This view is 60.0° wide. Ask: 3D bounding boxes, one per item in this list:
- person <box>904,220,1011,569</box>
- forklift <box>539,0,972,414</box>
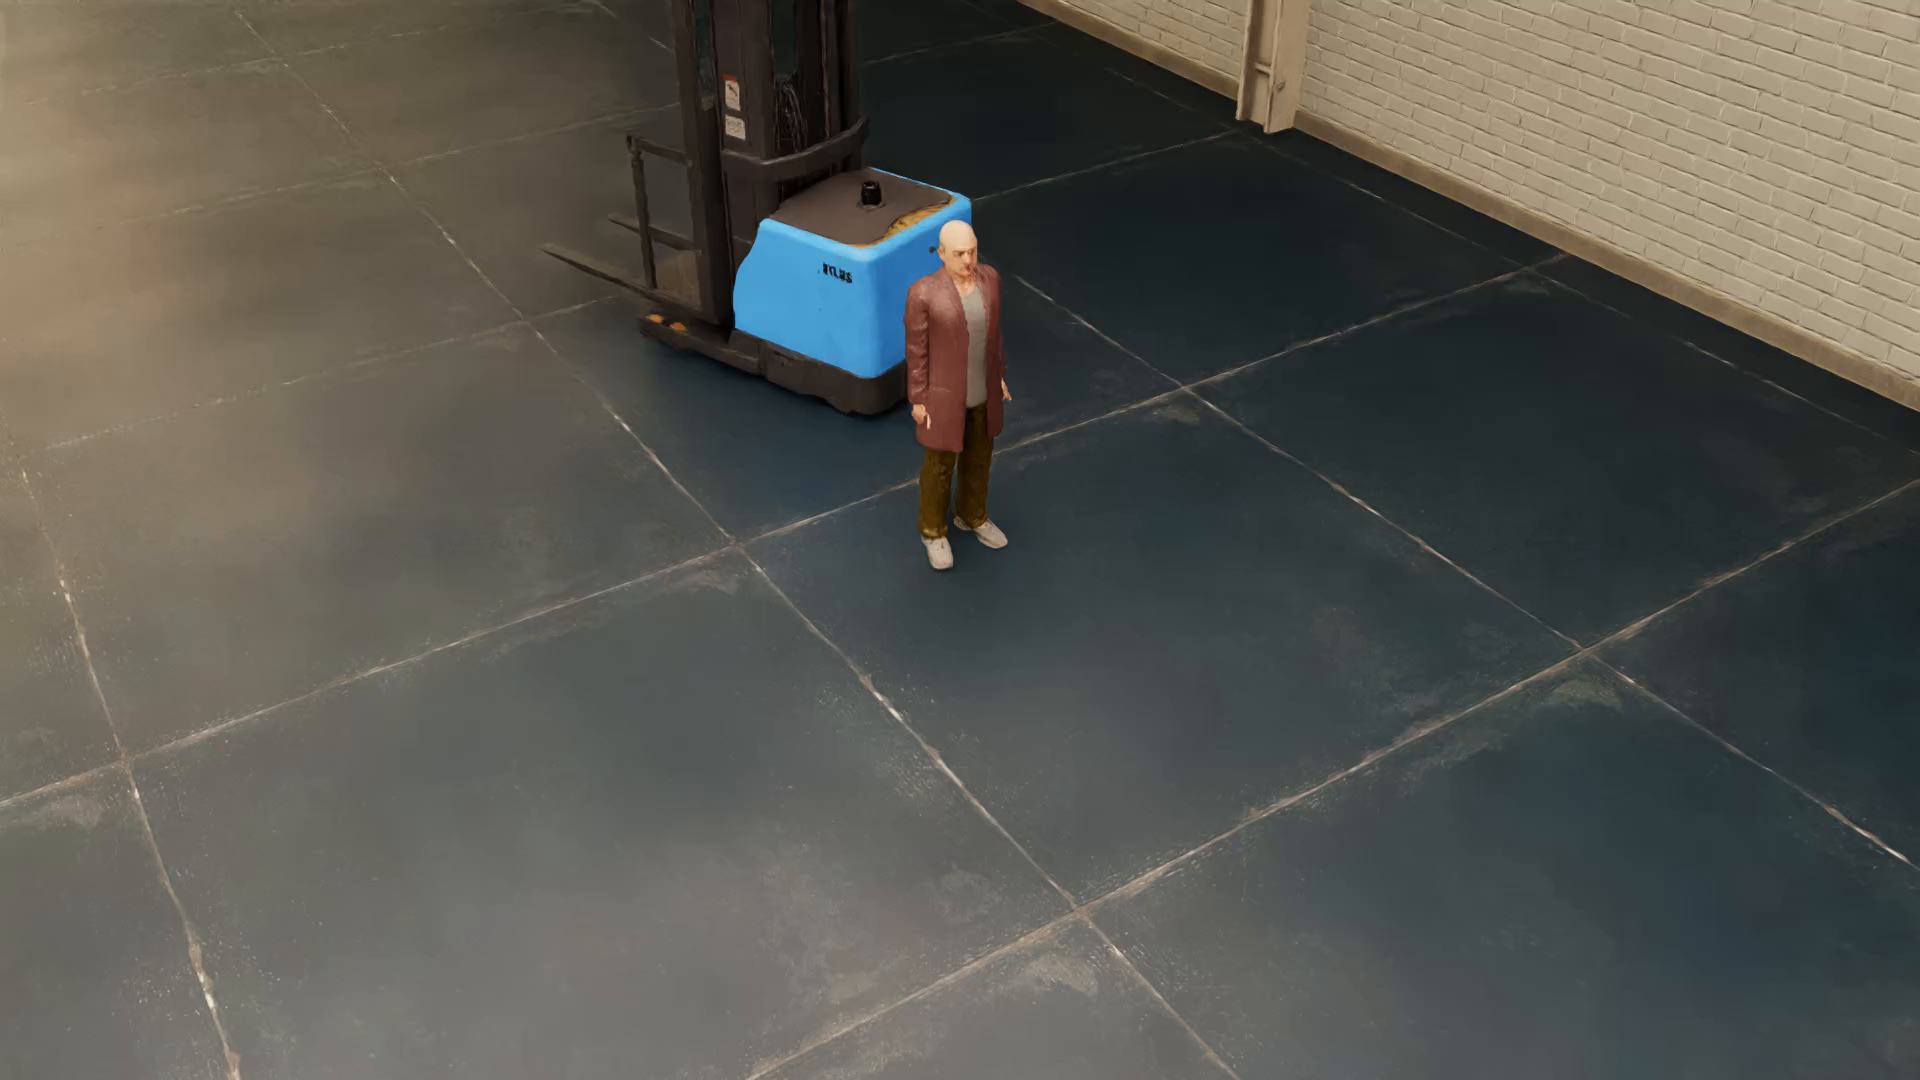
[{"bbox_3d":[0.016,-0.718,8.167,0.558,1.783,0.377,-21,40,-27],"label":"person"},{"bbox_3d":[-1.399,-2.607,9.857,3.031,2.935,1.130,23,41,29],"label":"forklift"}]
